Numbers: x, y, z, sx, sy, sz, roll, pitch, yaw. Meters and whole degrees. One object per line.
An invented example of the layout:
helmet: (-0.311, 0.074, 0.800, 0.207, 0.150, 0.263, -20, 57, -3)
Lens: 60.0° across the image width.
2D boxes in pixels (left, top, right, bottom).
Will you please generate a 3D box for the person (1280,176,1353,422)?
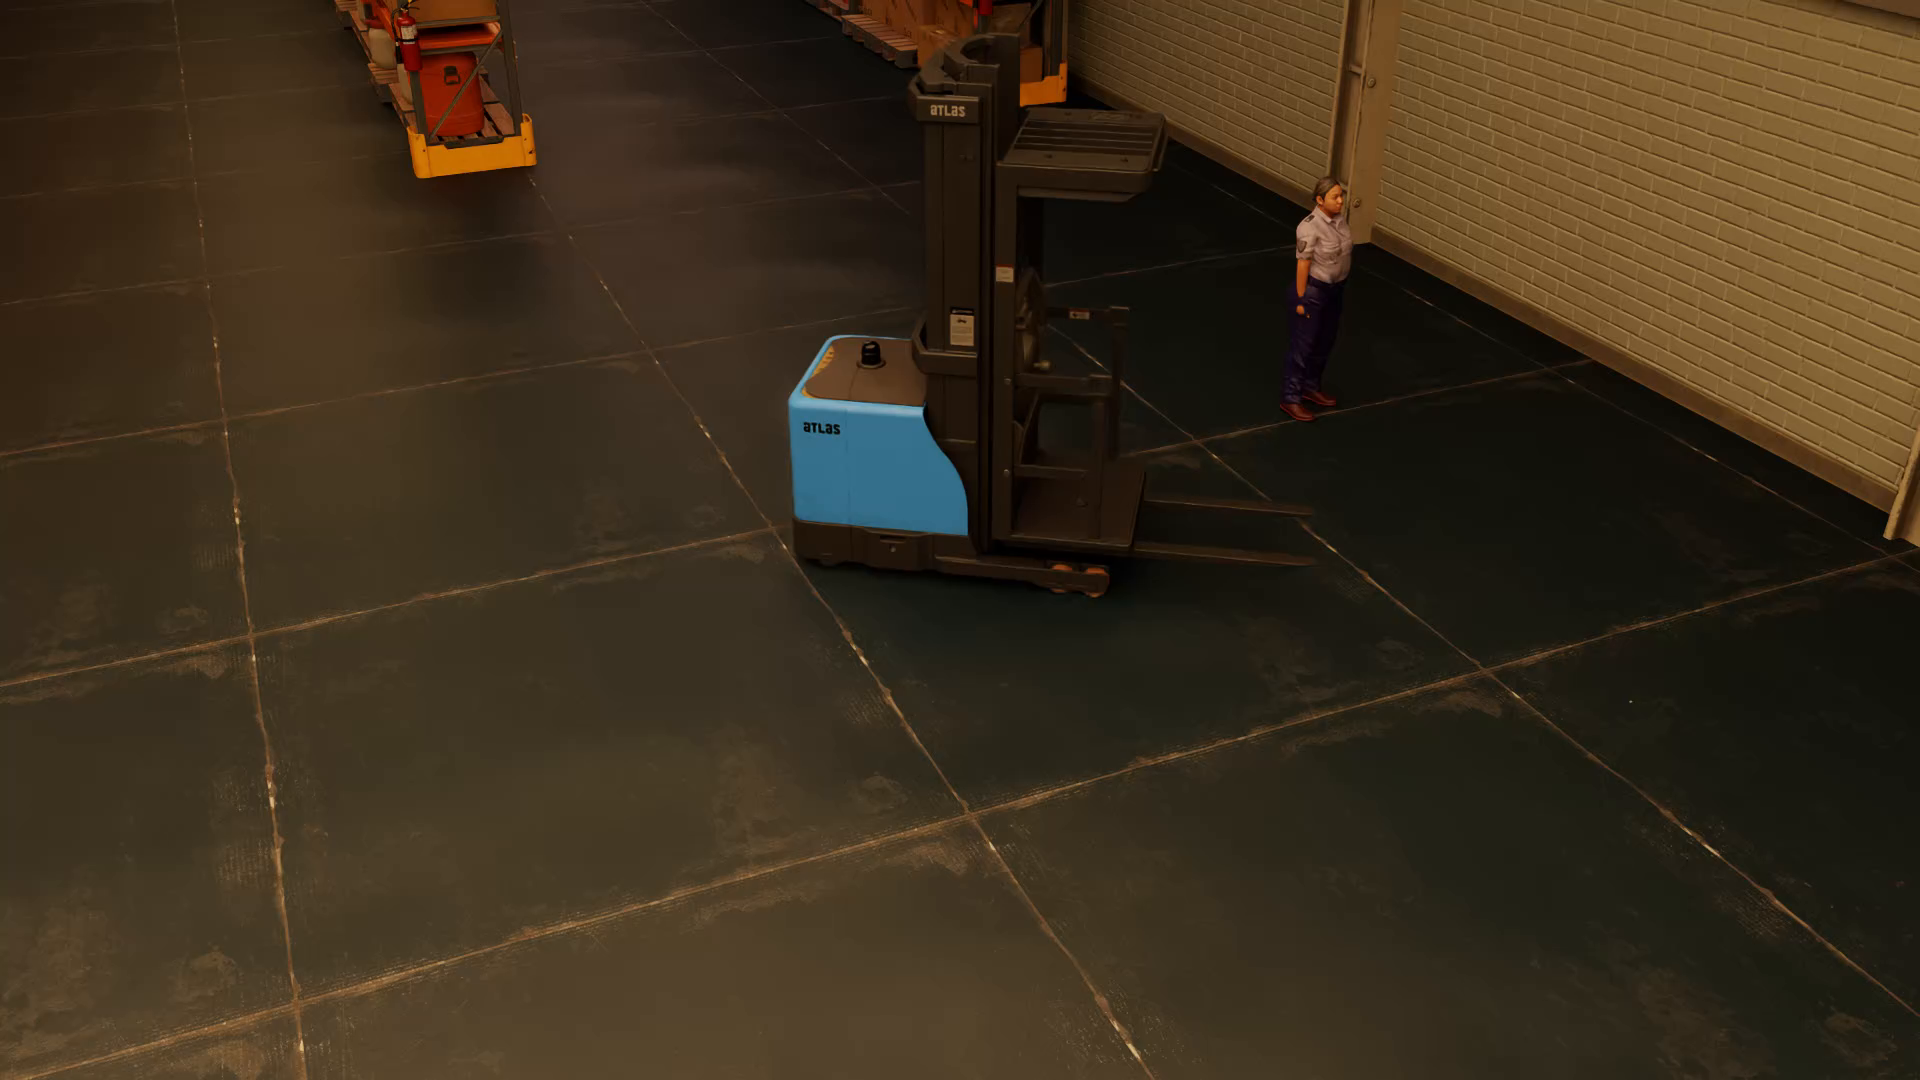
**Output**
person: (2.438, -1.658, 11.319, 0.363, 1.651, 0.485, 24, 38, 36)

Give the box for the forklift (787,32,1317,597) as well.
forklift: (0.582, -1.234, 9.278, 3.031, 2.935, 1.130, 5, 30, 9)
